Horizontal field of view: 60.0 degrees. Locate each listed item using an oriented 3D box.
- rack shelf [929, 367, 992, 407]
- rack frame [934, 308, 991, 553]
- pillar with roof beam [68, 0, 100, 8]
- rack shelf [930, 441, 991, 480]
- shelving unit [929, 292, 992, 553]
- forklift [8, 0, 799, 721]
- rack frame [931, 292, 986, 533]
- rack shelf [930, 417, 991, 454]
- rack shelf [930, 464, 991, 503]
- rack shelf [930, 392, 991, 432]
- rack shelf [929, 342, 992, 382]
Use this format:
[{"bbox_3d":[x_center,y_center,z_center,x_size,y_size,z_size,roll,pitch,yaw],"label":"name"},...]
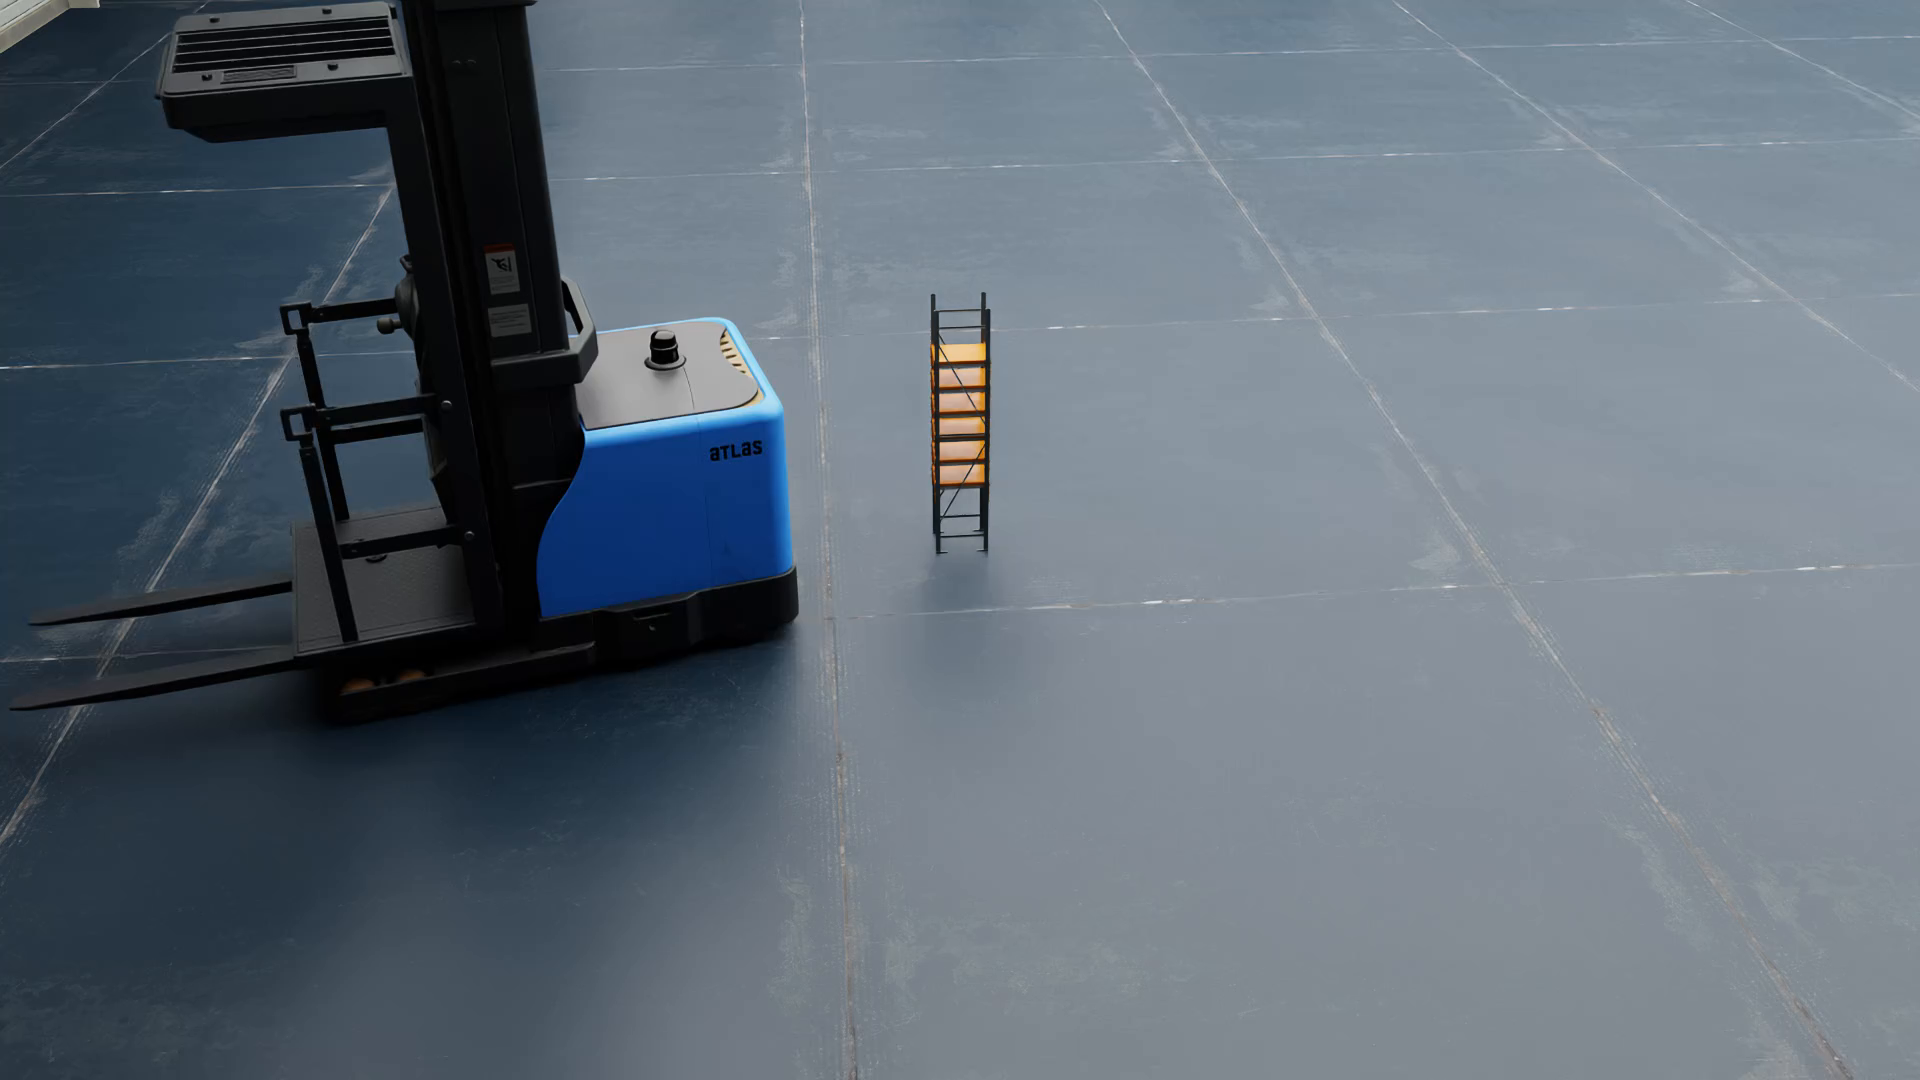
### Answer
[{"bbox_3d":[0.001,-0.676,7.330,0.258,0.103,0.180,-3,31,-5],"label":"rack shelf"},{"bbox_3d":[0.010,-0.461,7.352,0.240,1.200,0.006,-3,31,-5],"label":"rack frame"},{"bbox_3d":[-4.545,-9.512,14.900,9.100,9.000,0.400,-3,31,-5],"label":"pillar with roof beam"},{"bbox_3d":[0.001,-0.367,7.514,0.258,0.103,0.180,-3,31,-5],"label":"rack shelf"},{"bbox_3d":[0.001,-0.508,7.430,0.258,1.200,0.189,-3,31,-5],"label":"shelving unit"},{"bbox_3d":[-2.261,-0.850,6.315,3.031,2.935,1.130,-10,32,-17],"label":"forklift"},{"bbox_3d":[-0.007,-0.554,7.508,0.240,1.200,0.006,-3,31,-5],"label":"rack frame"},{"bbox_3d":[0.001,-0.470,7.453,0.258,0.103,0.180,-3,31,-5],"label":"rack shelf"},{"bbox_3d":[0.001,-0.264,7.576,0.258,0.103,0.180,-3,31,-5],"label":"rack shelf"},{"bbox_3d":[0.001,-0.573,7.391,0.258,0.103,0.180,-3,31,-5],"label":"rack shelf"},{"bbox_3d":[0.001,-0.779,7.268,0.258,0.103,0.180,-3,31,-5],"label":"rack shelf"}]
